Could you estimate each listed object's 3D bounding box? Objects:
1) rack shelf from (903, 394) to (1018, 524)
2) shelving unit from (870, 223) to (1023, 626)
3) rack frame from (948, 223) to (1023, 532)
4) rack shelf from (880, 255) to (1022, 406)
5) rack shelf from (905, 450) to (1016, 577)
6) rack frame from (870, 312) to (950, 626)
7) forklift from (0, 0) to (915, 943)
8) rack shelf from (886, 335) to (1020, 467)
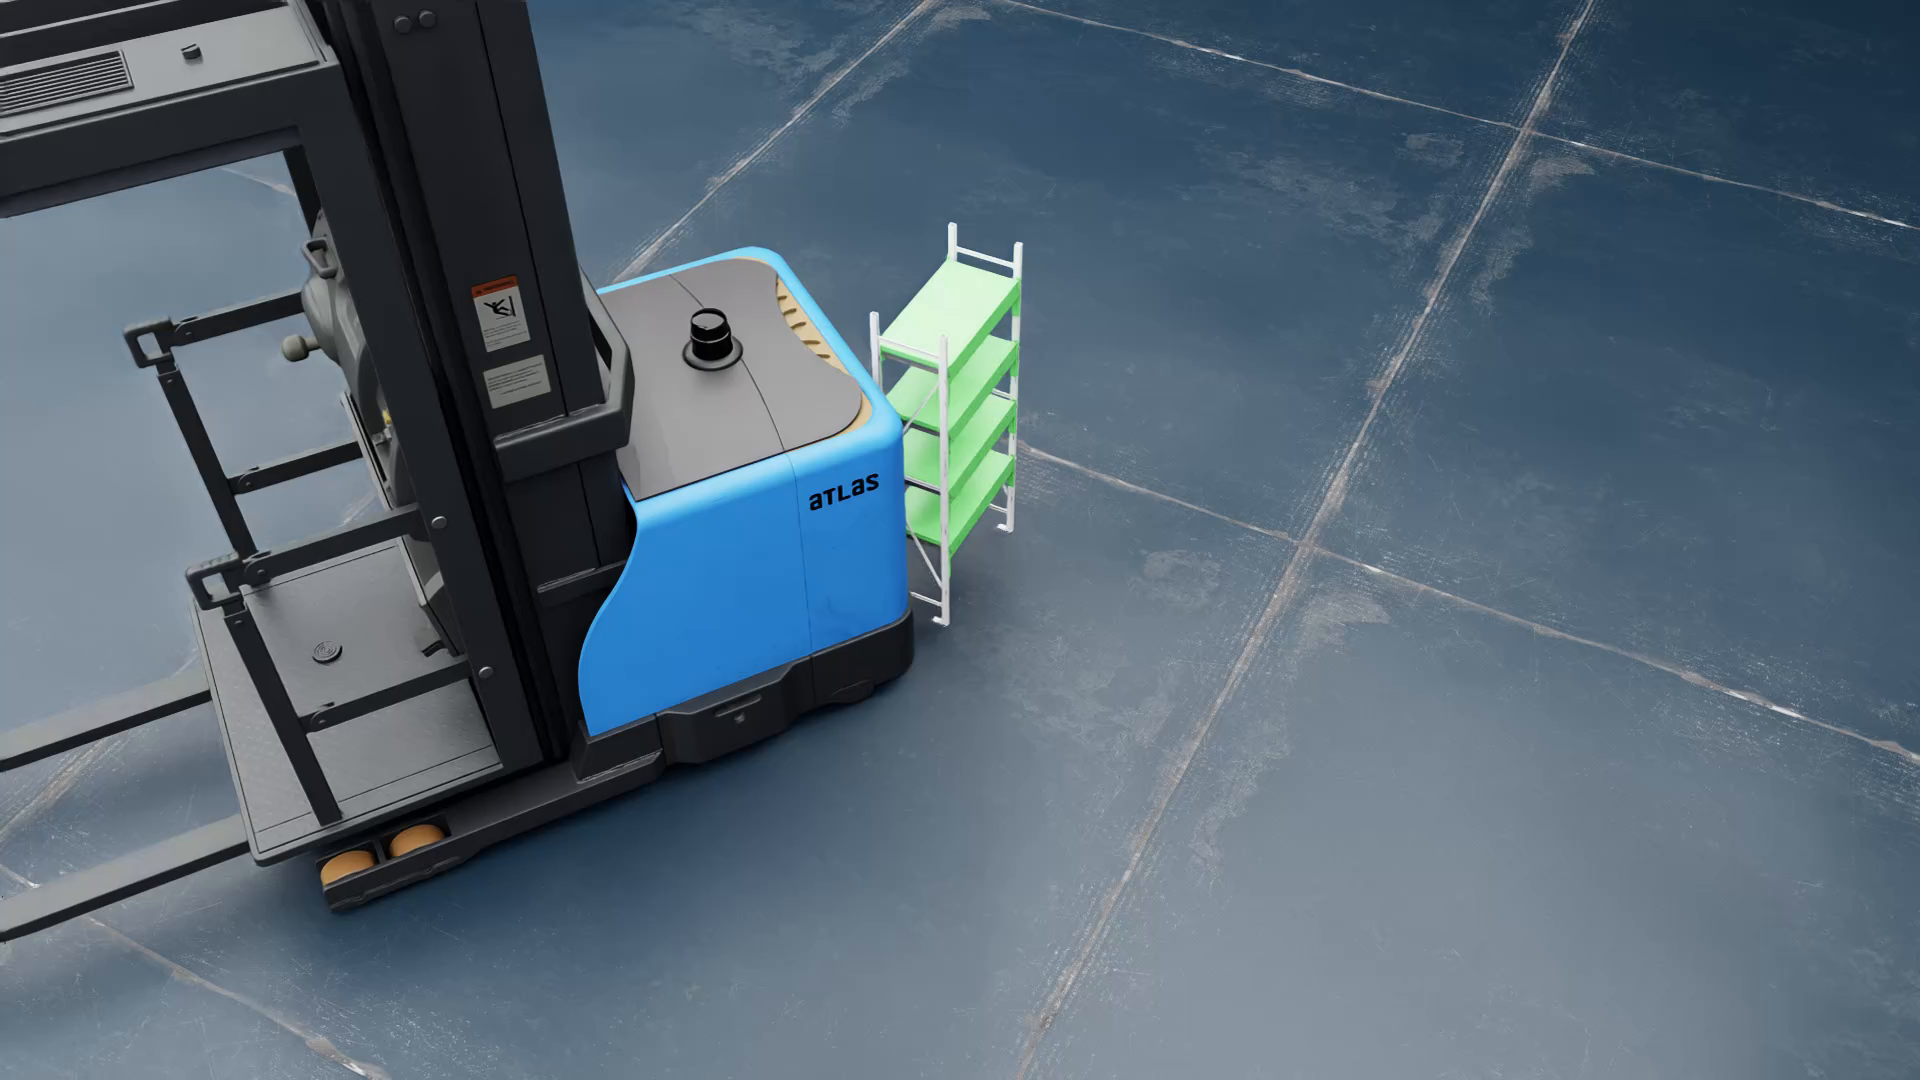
[{"bbox_3d":[-0.035,-0.291,5.284,0.258,0.148,0.480,20,49,18],"label":"rack shelf"},{"bbox_3d":[-0.035,-0.336,5.239,0.258,1.200,0.503,20,49,18],"label":"shelving unit"},{"bbox_3d":[0.076,-0.491,5.392,0.240,1.200,0.015,20,49,18],"label":"rack frame"},{"bbox_3d":[-0.035,-0.629,4.943,0.258,0.148,0.480,20,49,18],"label":"rack shelf"},{"bbox_3d":[-0.035,-0.123,5.455,0.258,0.148,0.480,20,49,18],"label":"rack shelf"},{"bbox_3d":[-0.145,-0.181,5.086,0.240,1.200,0.015,20,49,18],"label":"rack frame"},{"bbox_3d":[-1.694,-0.423,4.107,3.031,2.935,1.130,-20,49,-19],"label":"forklift"},{"bbox_3d":[-0.035,-0.460,5.114,0.258,0.148,0.480,20,49,18],"label":"rack shelf"}]
